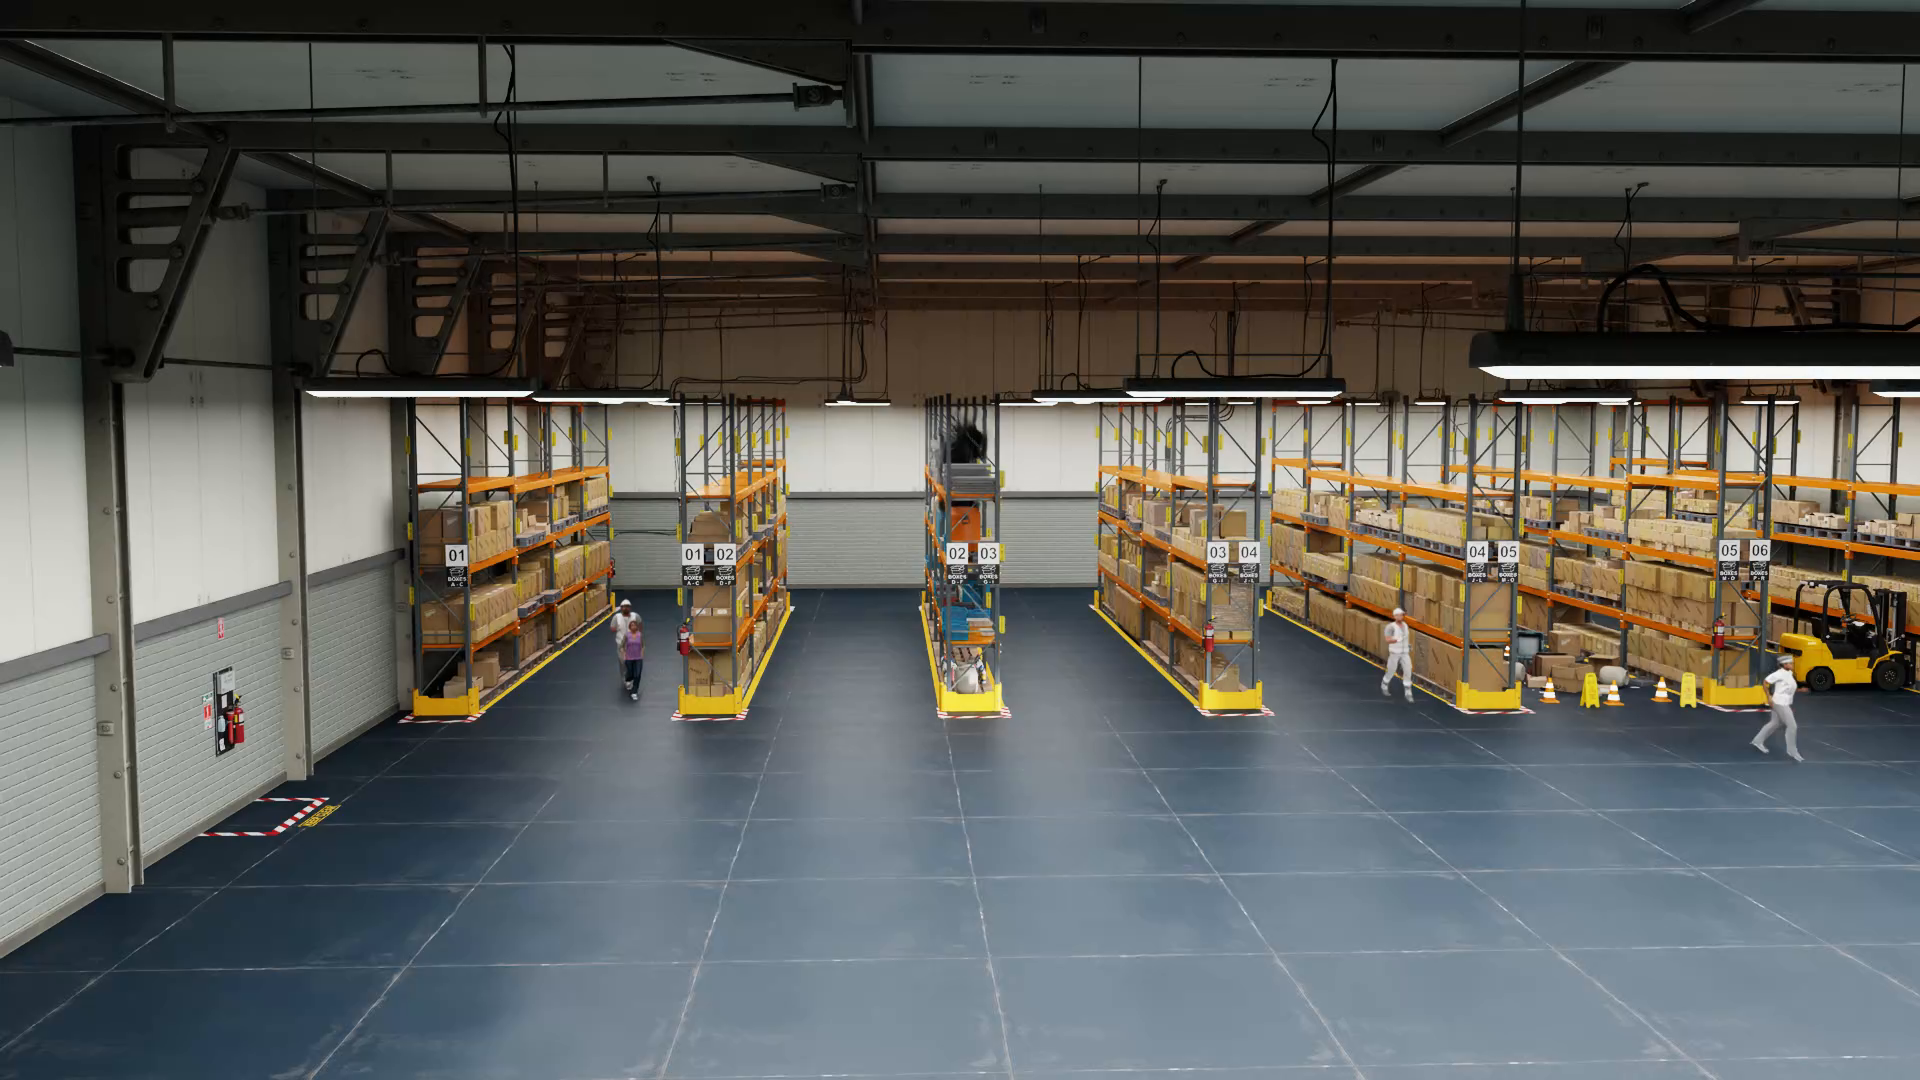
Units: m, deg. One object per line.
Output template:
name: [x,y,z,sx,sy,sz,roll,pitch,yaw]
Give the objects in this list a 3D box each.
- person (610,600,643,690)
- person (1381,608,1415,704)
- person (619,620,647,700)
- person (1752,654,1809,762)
person: [-6.829,2.141,34.052,0.657,1.841,0.736,-1,5,-10]
person: [8.578,2.235,32.523,0.656,1.808,0.927,-1,5,-17]
person: [-6.459,2.357,32.878,0.537,1.558,0.549,-2,5,-22]
person: [13.436,2.719,27.222,0.847,1.737,0.547,4,6,40]
